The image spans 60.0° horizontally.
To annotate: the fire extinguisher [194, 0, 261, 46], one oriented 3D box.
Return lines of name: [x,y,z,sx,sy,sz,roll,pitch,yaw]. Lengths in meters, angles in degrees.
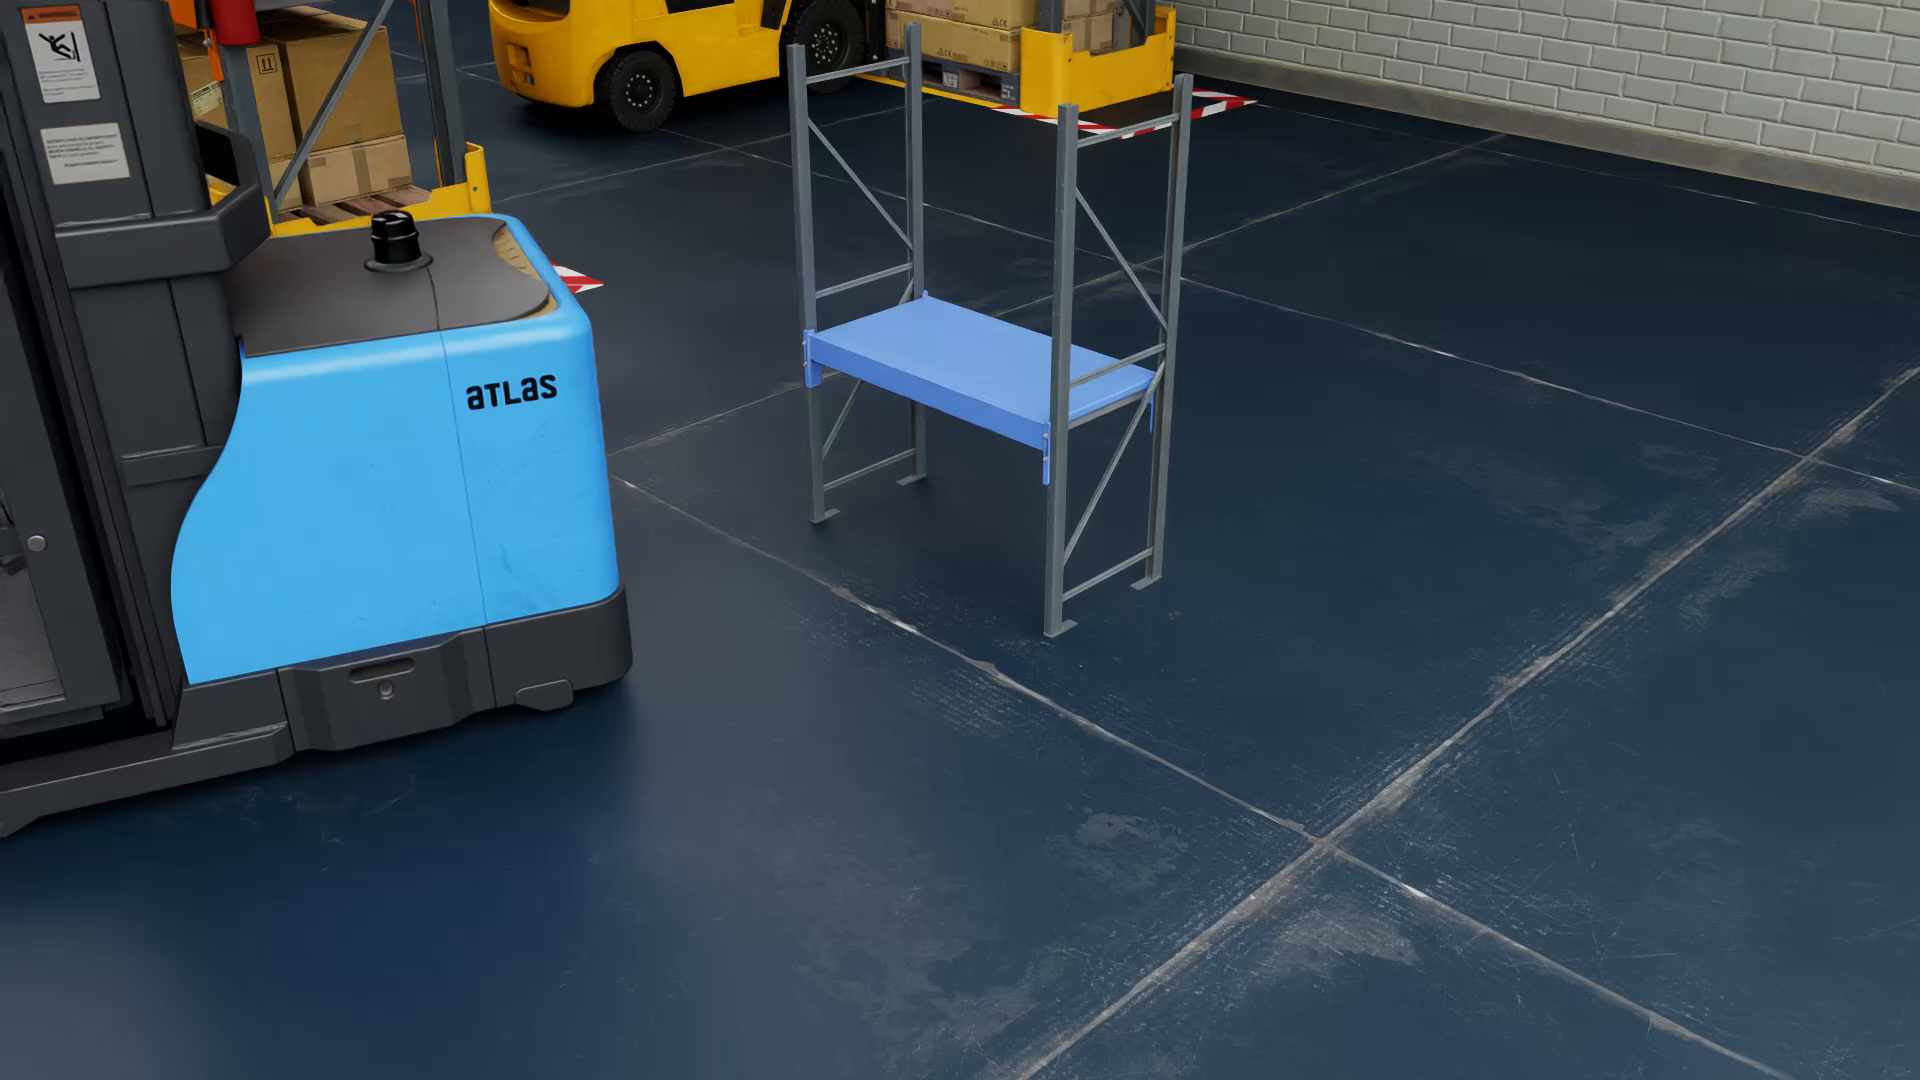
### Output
fire extinguisher: [-2.859,-2.272,6.430,0.183,0.674,0.296,25,36,38]

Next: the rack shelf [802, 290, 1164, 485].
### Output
rack shelf: [0.061,-0.477,4.932,1.000,0.185,0.538,25,36,38]

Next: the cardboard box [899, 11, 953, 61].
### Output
cardboard box: [-0.044,-3.327,10.858,0.500,0.250,0.500,25,36,38]

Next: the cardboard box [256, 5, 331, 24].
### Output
cardboard box: [-3.392,-2.329,8.153,0.500,0.500,0.500,23,35,37]

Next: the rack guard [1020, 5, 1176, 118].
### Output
rack guard: [0.877,-3.030,10.476,0.348,0.500,1.175,25,36,38]

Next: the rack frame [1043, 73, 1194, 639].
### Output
rack frame: [0.423,-0.470,4.533,0.032,1.500,0.500,25,36,38]

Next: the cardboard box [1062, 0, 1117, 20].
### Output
cardboard box: [0.671,-3.557,10.758,0.500,0.250,0.500,-25,36,-38]

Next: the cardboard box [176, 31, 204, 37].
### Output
cardboard box: [-3.746,-2.141,7.796,0.500,0.500,0.500,-24,36,-37]

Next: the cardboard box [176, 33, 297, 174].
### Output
cardboard box: [-3.371,-1.972,7.474,0.500,0.500,0.500,25,37,39]

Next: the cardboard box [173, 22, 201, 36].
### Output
cardboard box: [-3.680,-2.356,7.509,0.380,0.149,0.250,-24,36,-38]

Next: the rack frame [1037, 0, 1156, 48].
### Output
rack frame: [0.860,-4.145,9.909,0.127,3.000,1.000,25,36,38]

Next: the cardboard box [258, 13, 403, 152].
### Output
cardboard box: [-3.016,-2.159,7.831,0.500,0.500,0.500,23,36,37]

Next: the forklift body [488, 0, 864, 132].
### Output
forklift body: [-1.771,-3.782,10.132,1.214,2.155,2.313,25,36,38]

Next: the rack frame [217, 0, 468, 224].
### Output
rack frame: [-2.617,-2.496,6.774,0.127,3.000,1.000,25,36,38]

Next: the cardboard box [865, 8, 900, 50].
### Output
cardboard box: [-0.395,-3.494,11.174,0.500,0.250,0.500,-25,37,-39]

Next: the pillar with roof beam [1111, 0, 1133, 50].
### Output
pillar with roof beam: [-2.023,-5.897,6.797,0.400,9.000,9.100,25,36,38]

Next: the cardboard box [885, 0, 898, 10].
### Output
cardboard box: [-0.439,-3.718,11.065,0.500,0.250,0.500,24,36,37]

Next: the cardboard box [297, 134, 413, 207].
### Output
cardboard box: [-2.999,-1.820,7.991,0.500,0.250,0.500,24,36,38]

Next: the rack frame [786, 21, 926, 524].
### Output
rack frame: [-0.302,-0.802,5.163,0.032,1.500,0.500,25,36,38]

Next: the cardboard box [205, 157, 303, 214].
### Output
cardboard box: [-3.399,-1.647,7.663,0.500,0.250,0.500,24,36,38]

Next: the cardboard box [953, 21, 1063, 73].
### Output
cardboard box: [0.304,-3.162,10.543,0.500,0.250,0.500,25,37,39]

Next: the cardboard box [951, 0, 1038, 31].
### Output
cardboard box: [0.294,-3.390,10.440,0.500,0.250,0.500,24,36,38]

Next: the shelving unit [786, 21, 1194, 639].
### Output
shelving unit: [0.061,-0.636,4.848,1.048,1.500,0.538,25,36,38]

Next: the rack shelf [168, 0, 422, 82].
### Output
rack shelf: [-4.043,-2.830,8.182,4.000,0.370,1.077,25,36,38]

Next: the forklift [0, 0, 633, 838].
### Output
forklift: [-2.442,-0.811,3.644,3.031,2.935,1.130,-12,30,-21]

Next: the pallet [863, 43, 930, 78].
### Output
pallet: [-0.580,-3.544,11.763,1.213,0.211,1.003,25,36,38]

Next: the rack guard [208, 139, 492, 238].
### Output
rack guard: [-2.671,-1.414,7.403,0.348,0.500,1.175,25,36,38]

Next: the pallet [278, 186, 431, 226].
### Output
pallet: [-3.226,-1.563,7.997,1.213,0.211,1.003,25,36,38]

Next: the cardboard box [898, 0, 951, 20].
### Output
cardboard box: [-0.056,-3.557,10.758,0.500,0.250,0.500,24,36,38]

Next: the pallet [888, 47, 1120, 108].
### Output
pallet: [0.285,-3.146,11.006,1.213,0.211,1.003,25,36,38]

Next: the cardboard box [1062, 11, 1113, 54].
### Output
cardboard box: [0.647,-3.339,10.879,0.500,0.250,0.500,25,37,39]
